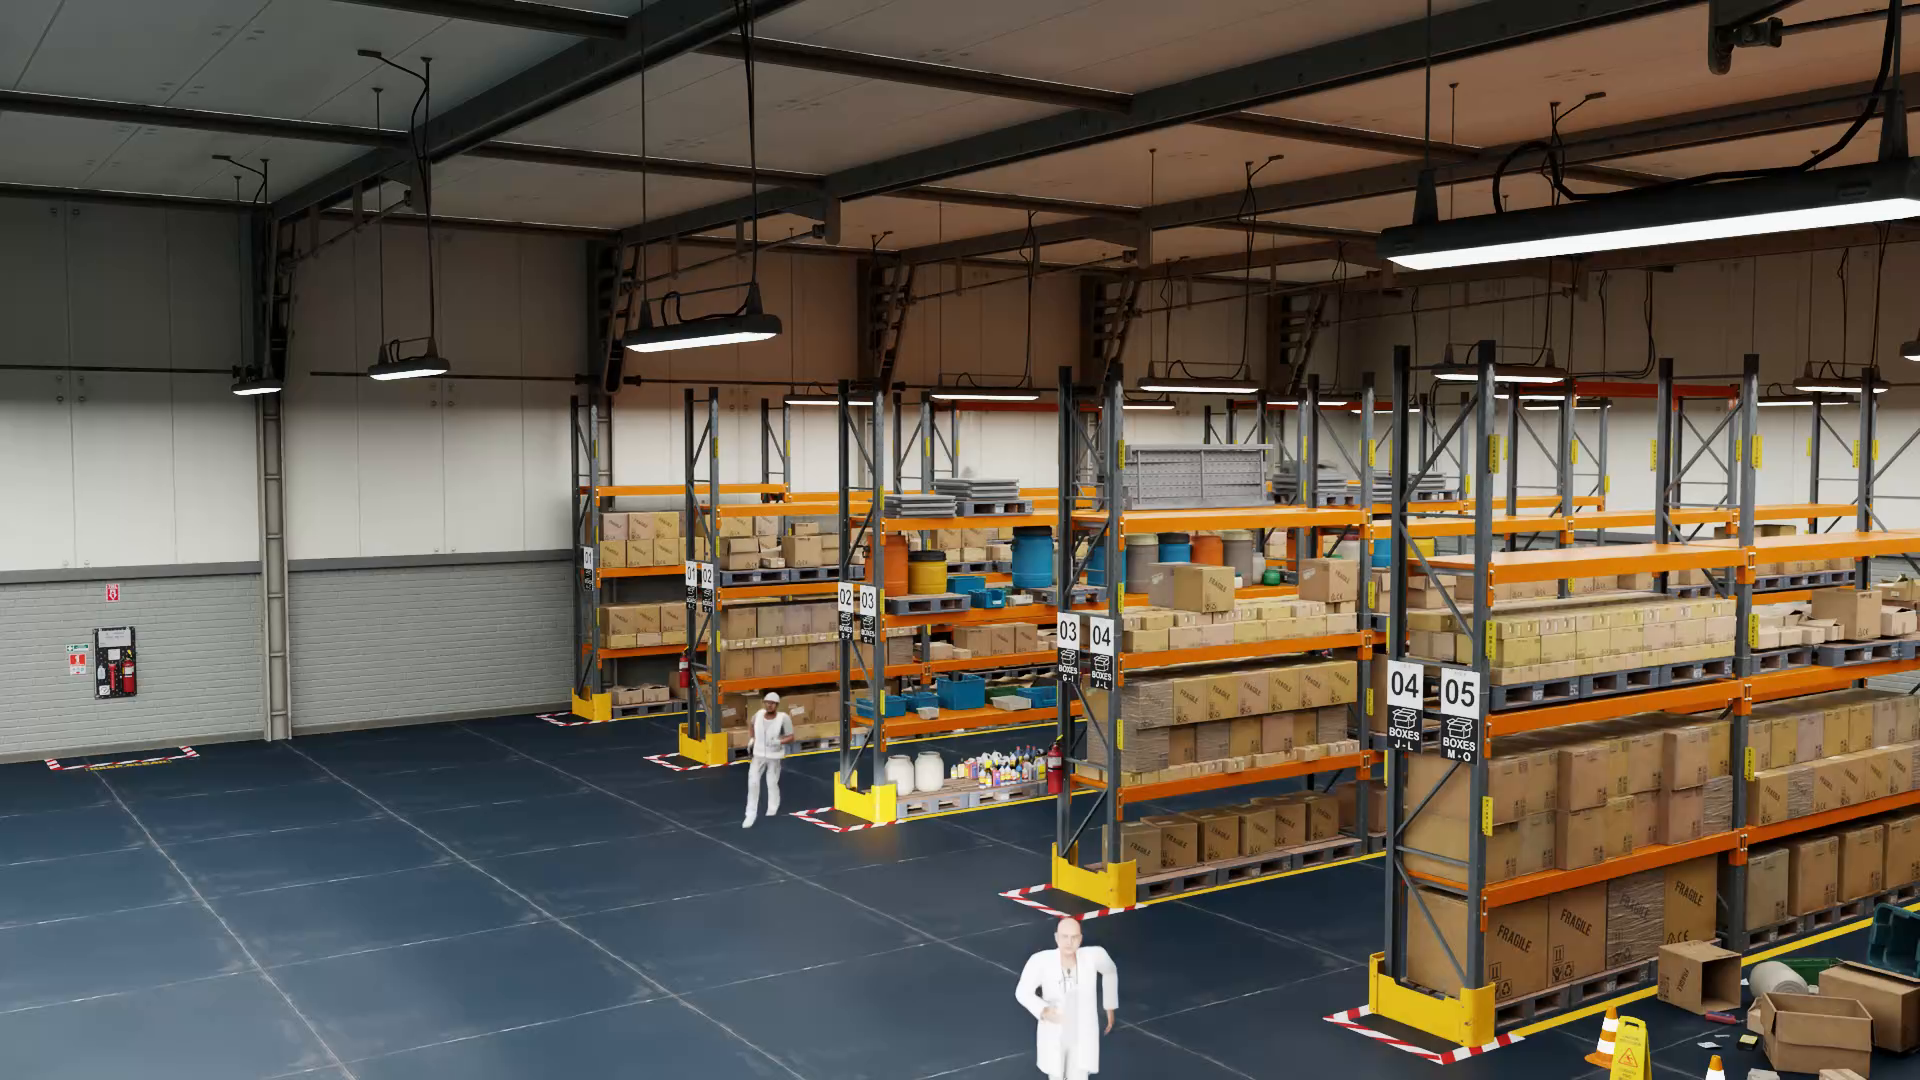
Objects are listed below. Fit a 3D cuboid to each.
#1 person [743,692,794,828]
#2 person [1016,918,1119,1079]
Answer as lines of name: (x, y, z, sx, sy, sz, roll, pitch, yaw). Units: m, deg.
person: (-2.553, 2.940, 22.444, 0.680, 1.811, 0.790, 1, 3, 8)
person: (0.767, 3.560, 11.879, 0.738, 1.797, 1.101, 0, 3, 3)
